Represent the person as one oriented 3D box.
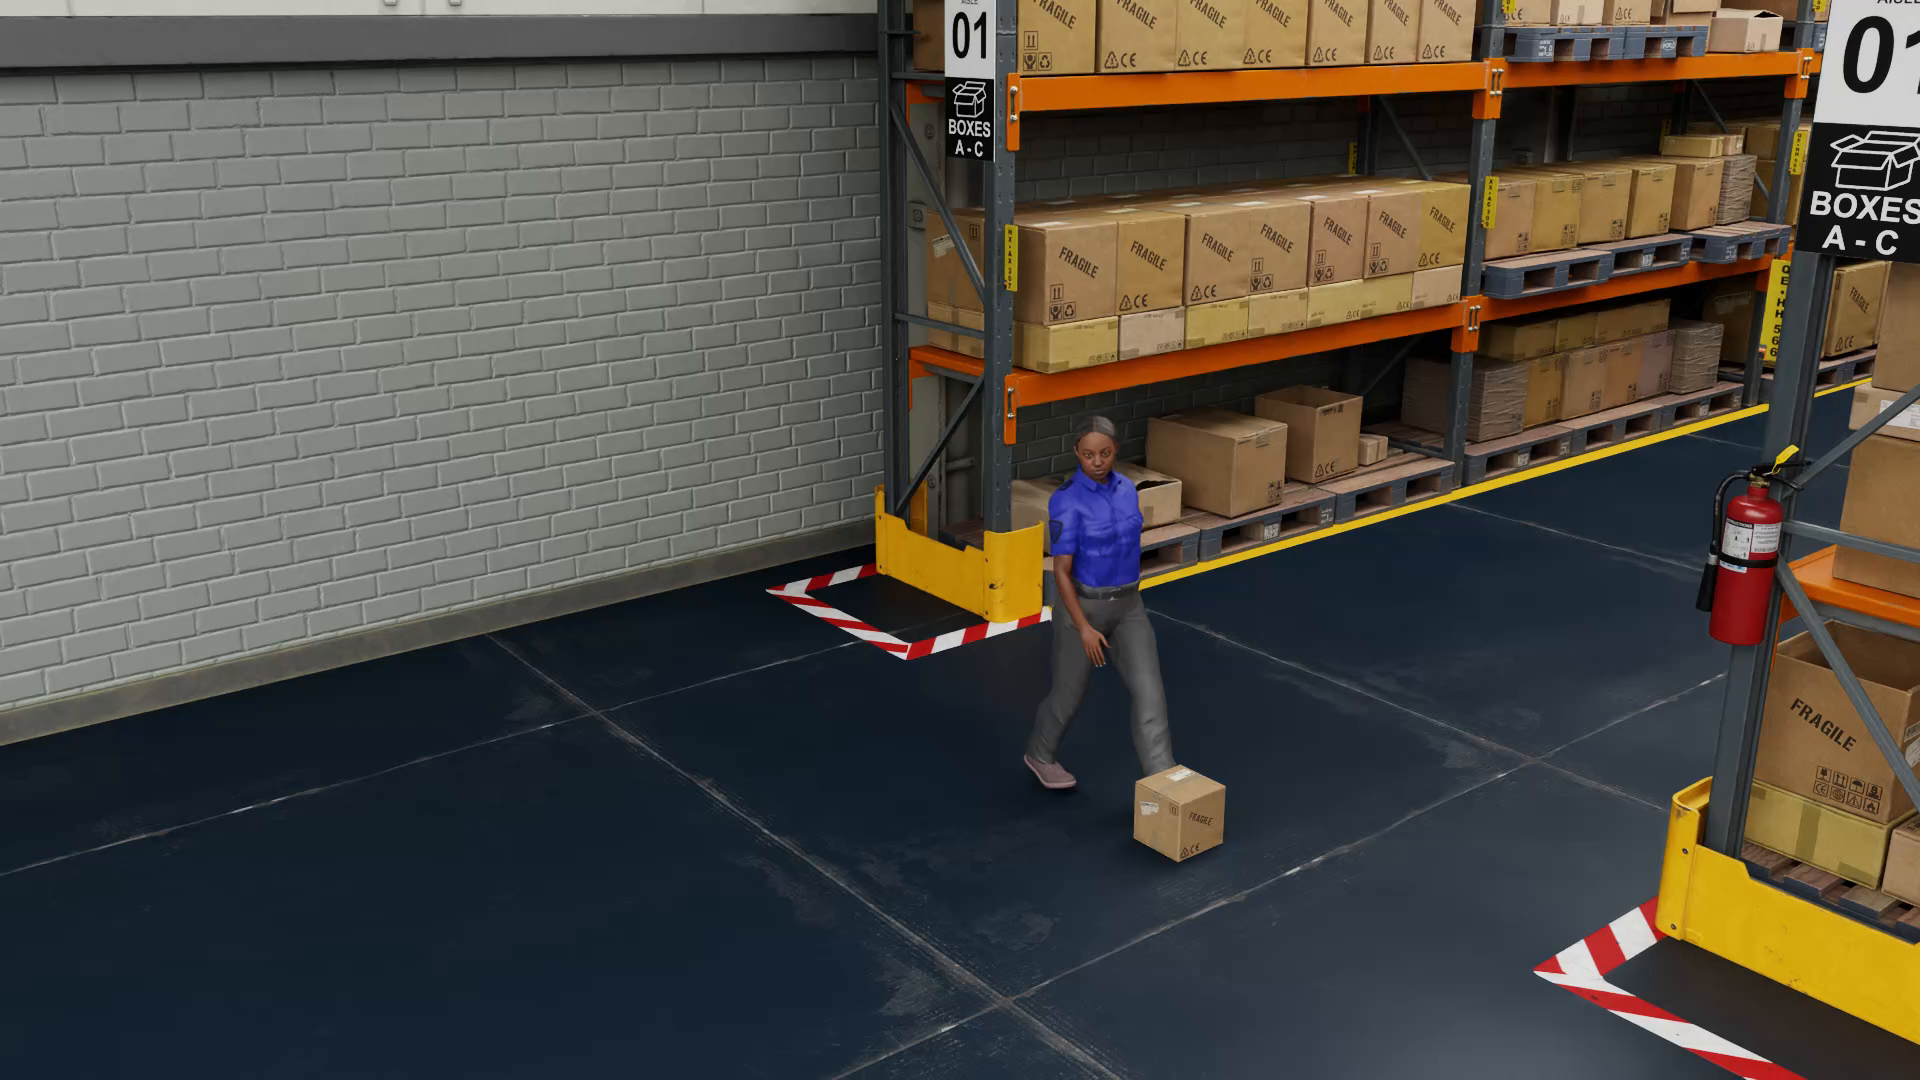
[{"bbox_3d":[0.613,0.319,6.598,0.476,1.622,0.927,-11,21,-30],"label":"person"}]
